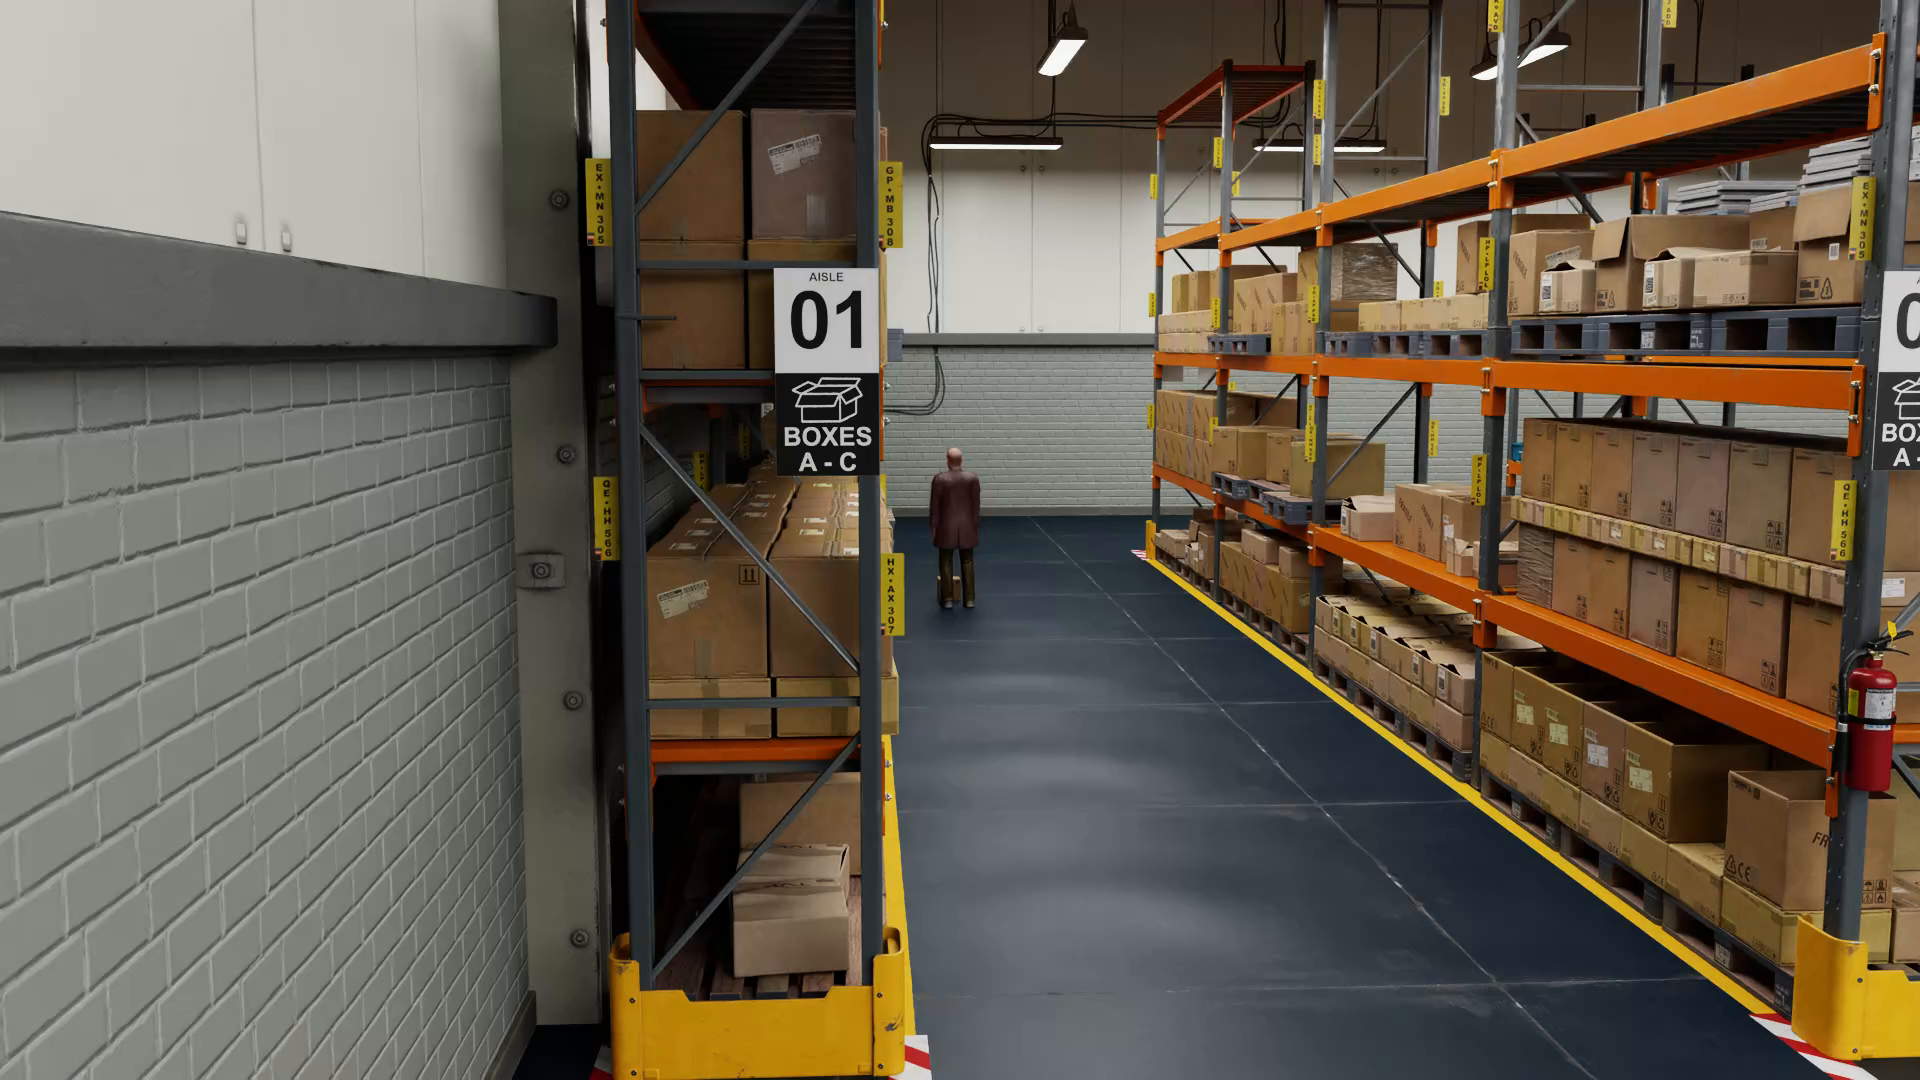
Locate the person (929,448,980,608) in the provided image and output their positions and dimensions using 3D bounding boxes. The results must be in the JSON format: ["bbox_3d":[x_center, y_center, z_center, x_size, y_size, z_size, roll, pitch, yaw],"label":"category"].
[{"bbox_3d":[-0.062,-0.134,18.491,0.562,1.772,0.378,-1,7,-8],"label":"person"}]
